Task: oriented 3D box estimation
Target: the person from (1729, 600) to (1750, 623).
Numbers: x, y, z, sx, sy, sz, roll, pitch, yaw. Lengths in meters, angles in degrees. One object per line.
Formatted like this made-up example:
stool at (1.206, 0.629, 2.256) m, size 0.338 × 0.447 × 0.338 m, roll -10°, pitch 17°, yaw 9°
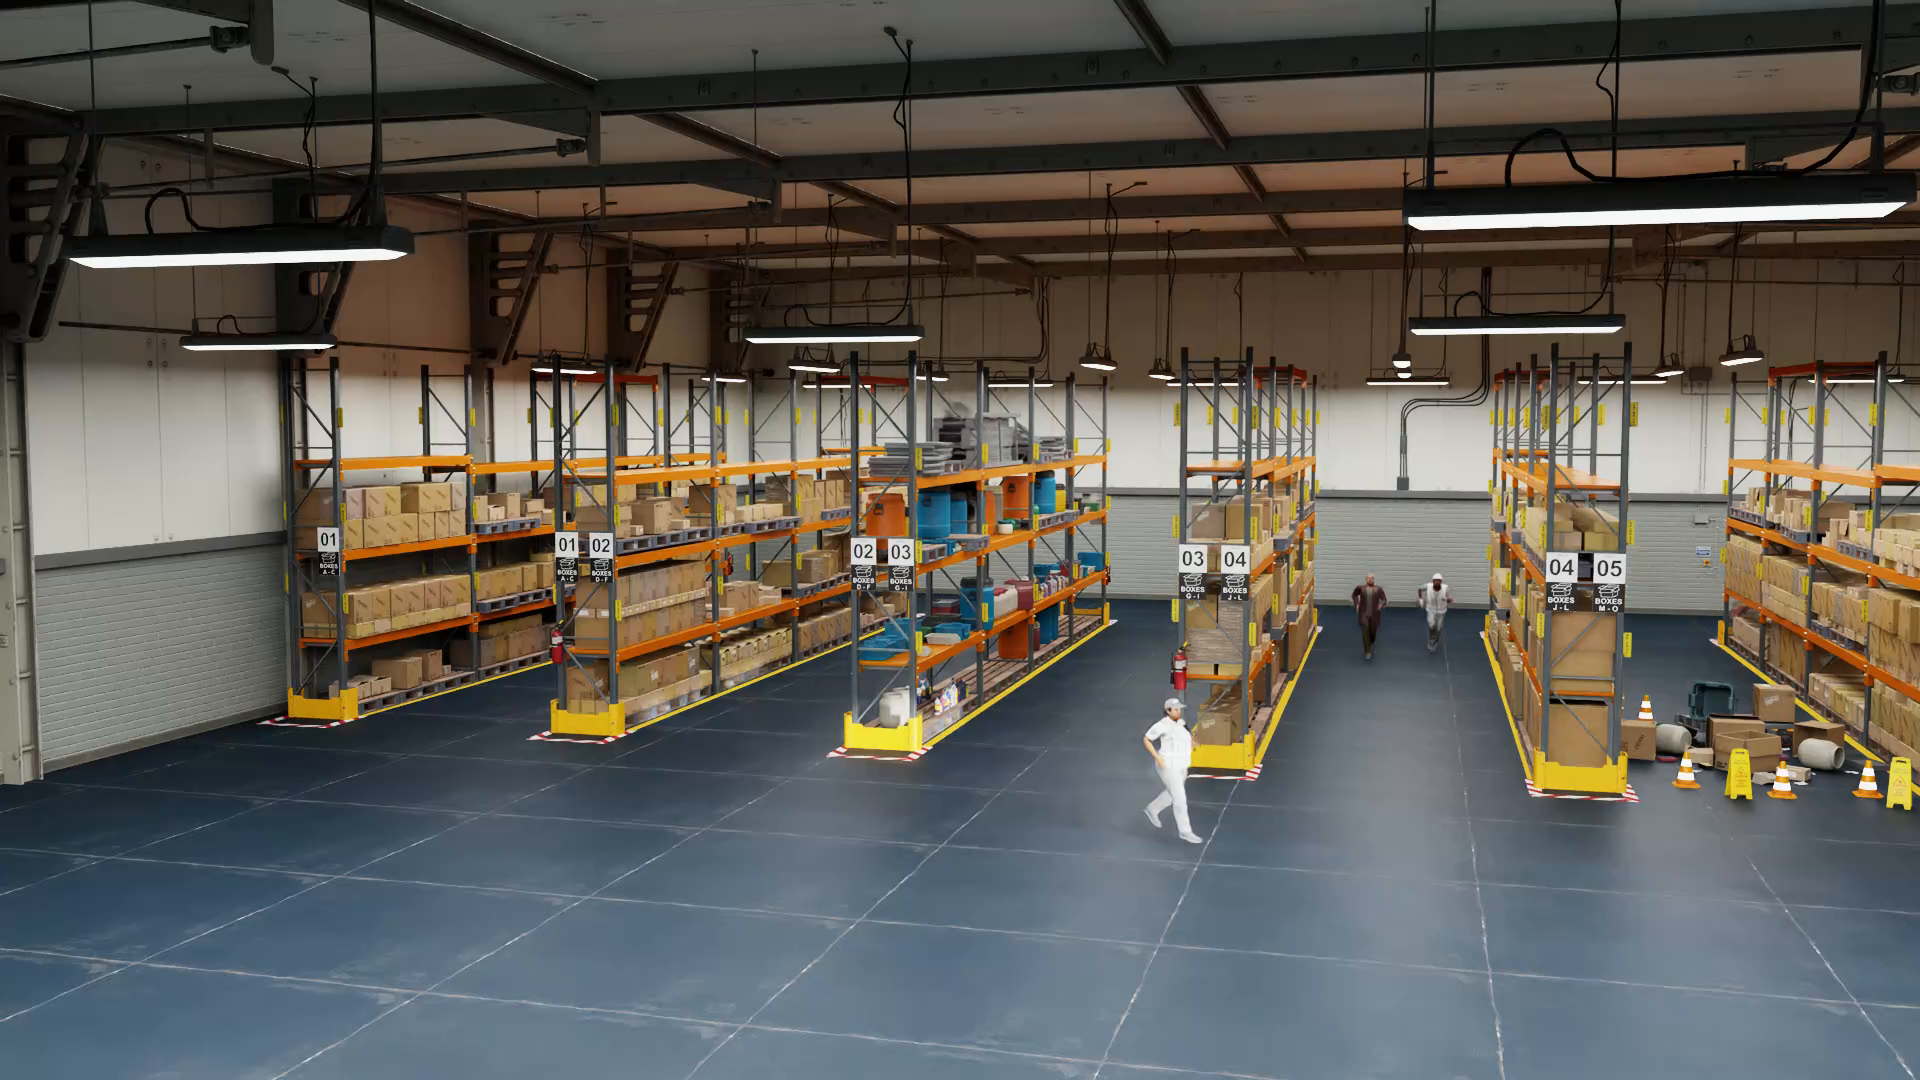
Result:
person at (17.858, 1.447, 37.947) m, size 0.506 × 1.560 × 0.750 m, roll 4°, pitch 6°, yaw 43°

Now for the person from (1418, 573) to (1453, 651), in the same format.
person at (10.082, 1.539, 35.267) m, size 0.665 × 1.696 × 0.879 m, roll 1°, pitch 4°, yaw 7°

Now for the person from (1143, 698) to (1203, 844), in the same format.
person at (2.528, 2.702, 19.777) m, size 0.943 × 1.653 × 0.605 m, roll 4°, pitch 6°, yaw 42°

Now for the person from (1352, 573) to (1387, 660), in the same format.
person at (8.557, 1.620, 34.798) m, size 0.710 × 1.691 × 0.970 m, roll 1°, pitch 4°, yaw 12°
